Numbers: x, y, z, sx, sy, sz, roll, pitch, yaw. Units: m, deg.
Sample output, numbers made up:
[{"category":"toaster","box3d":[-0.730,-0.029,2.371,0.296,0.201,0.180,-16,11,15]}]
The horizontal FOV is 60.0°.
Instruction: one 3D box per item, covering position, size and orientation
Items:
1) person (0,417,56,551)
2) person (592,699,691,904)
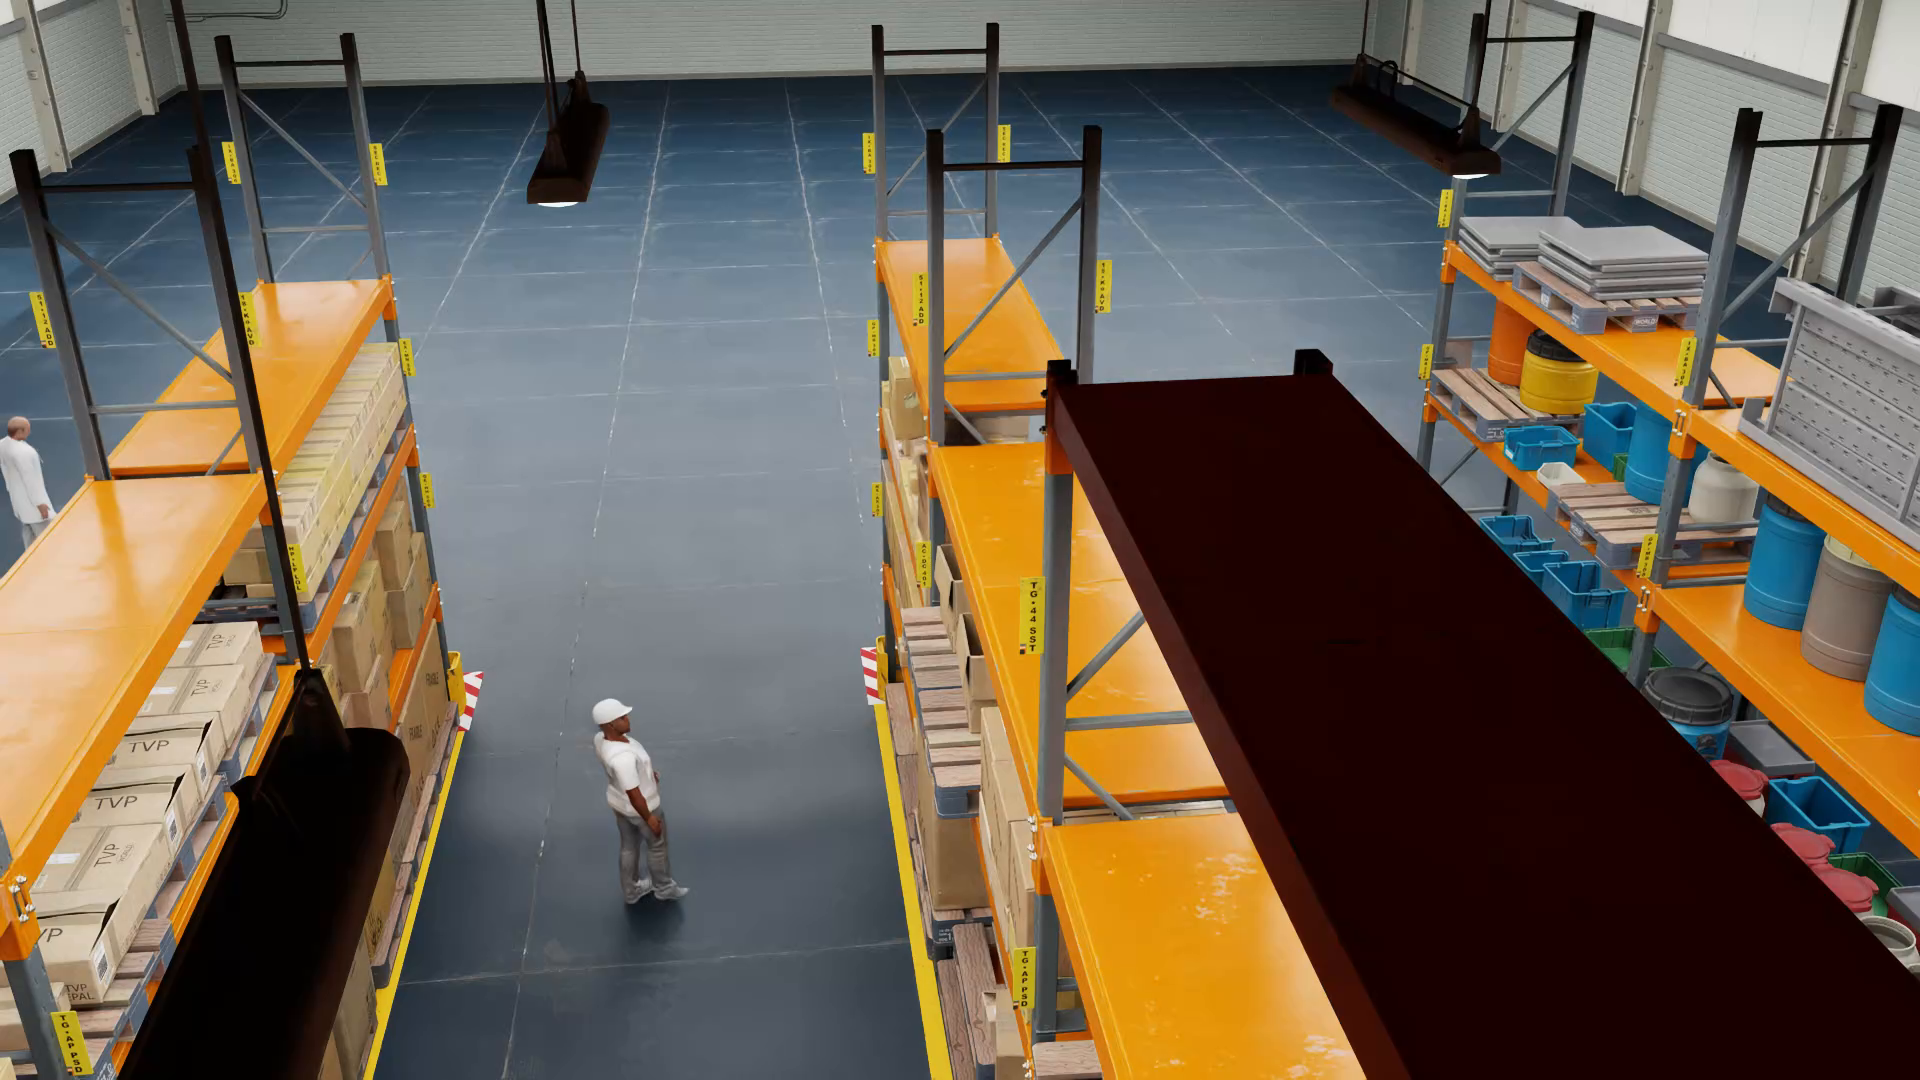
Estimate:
[{"category":"person","box3d":[-9.675,-0.457,17.388,0.645,1.775,0.420,22,33,38]},{"category":"person","box3d":[-2.379,1.960,12.400,0.655,1.804,0.629,21,33,37]}]
